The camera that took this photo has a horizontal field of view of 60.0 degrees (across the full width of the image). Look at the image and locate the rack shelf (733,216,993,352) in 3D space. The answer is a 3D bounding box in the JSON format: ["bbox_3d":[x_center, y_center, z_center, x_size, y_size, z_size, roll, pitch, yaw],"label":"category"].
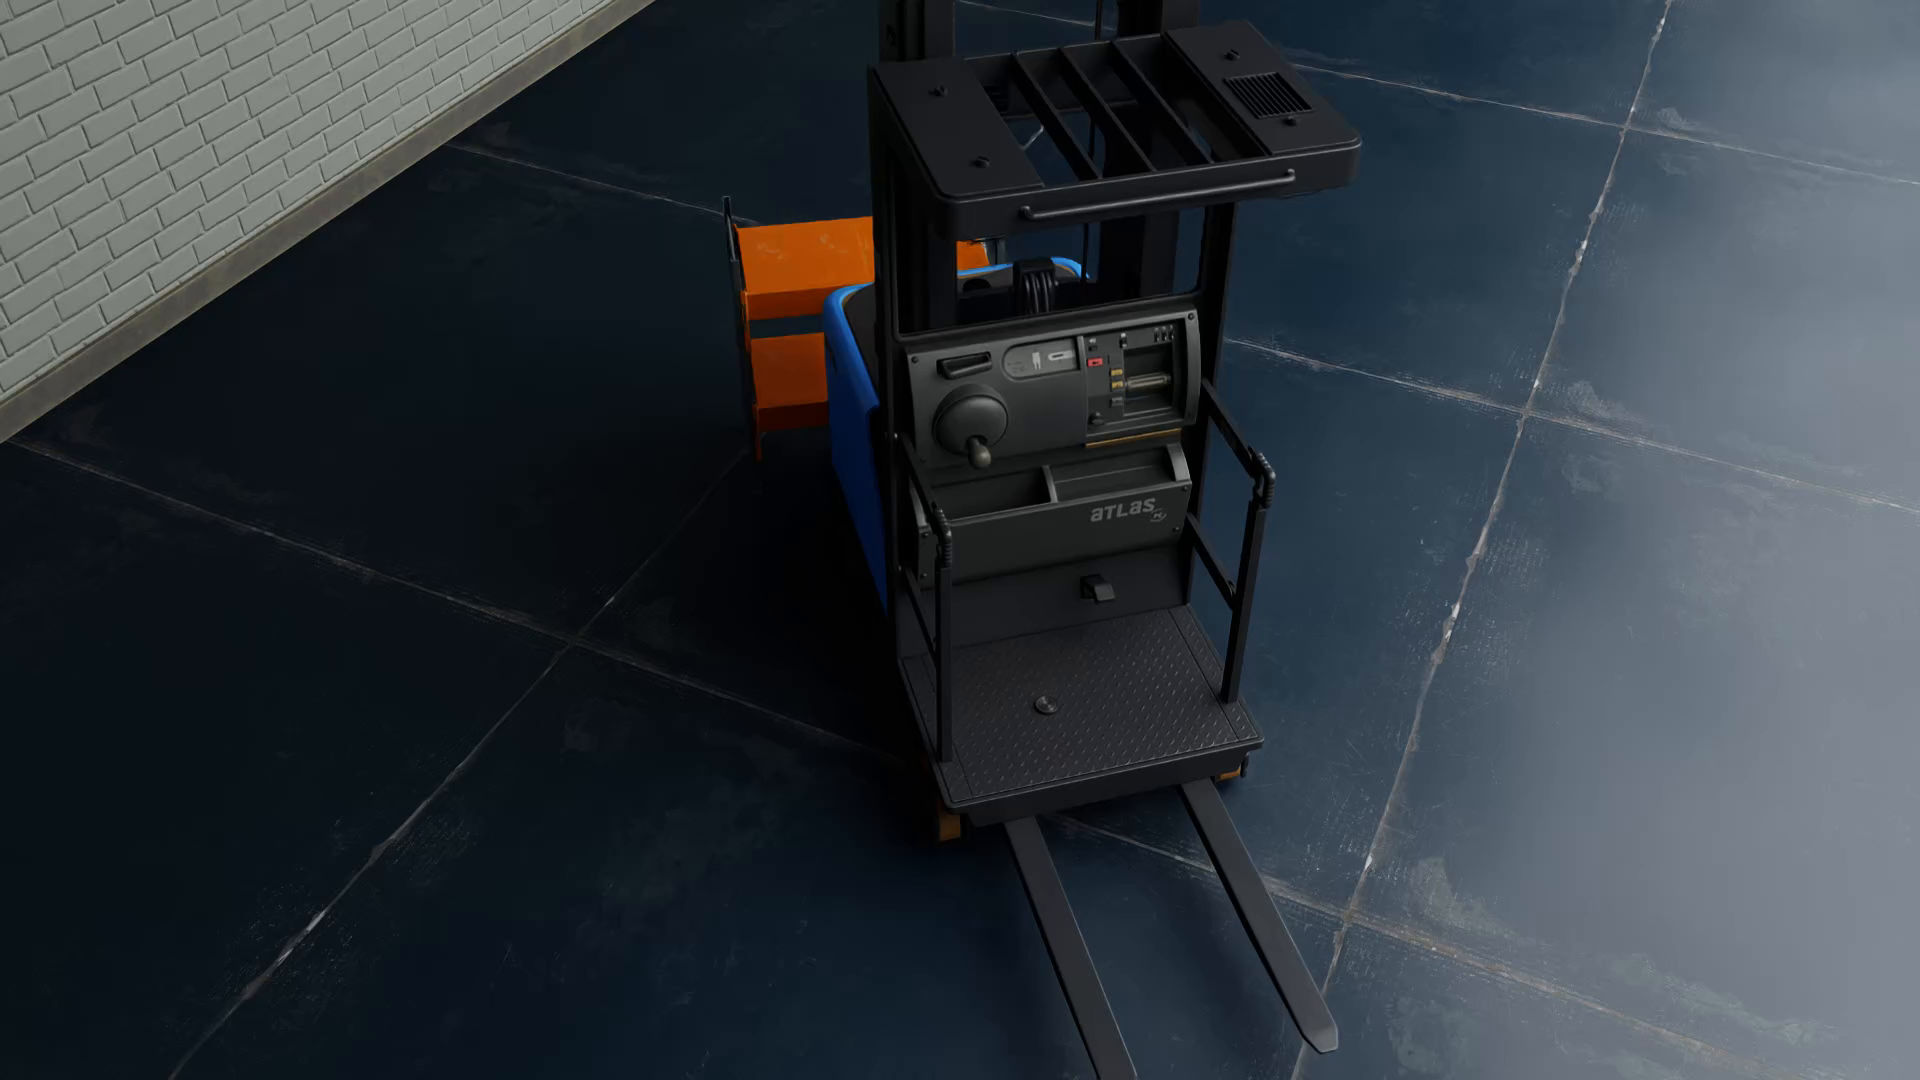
[{"bbox_3d":[-0.388,-1.061,6.668,1.000,0.278,0.538,-7,41,-8],"label":"rack shelf"}]

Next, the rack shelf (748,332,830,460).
[{"bbox_3d":[-0.388,-0.655,7.020,1.000,0.278,0.538,-7,41,-8],"label":"rack shelf"}]

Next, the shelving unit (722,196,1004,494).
[{"bbox_3d":[-0.388,-0.840,6.860,1.048,1.125,0.538,-7,41,-8],"label":"shelving unit"}]

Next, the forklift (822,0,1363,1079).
[{"bbox_3d":[0.355,-0.387,4.959,1.130,2.935,3.031,-10,42,-12],"label":"forklift"}]

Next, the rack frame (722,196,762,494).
[{"bbox_3d":[-0.889,-0.782,6.793,0.032,1.125,0.500,-7,41,-8],"label":"rack frame"}]

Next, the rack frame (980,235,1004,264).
[{"bbox_3d":[0.113,-0.897,6.926,0.032,1.125,0.500,-7,41,-8],"label":"rack frame"}]
